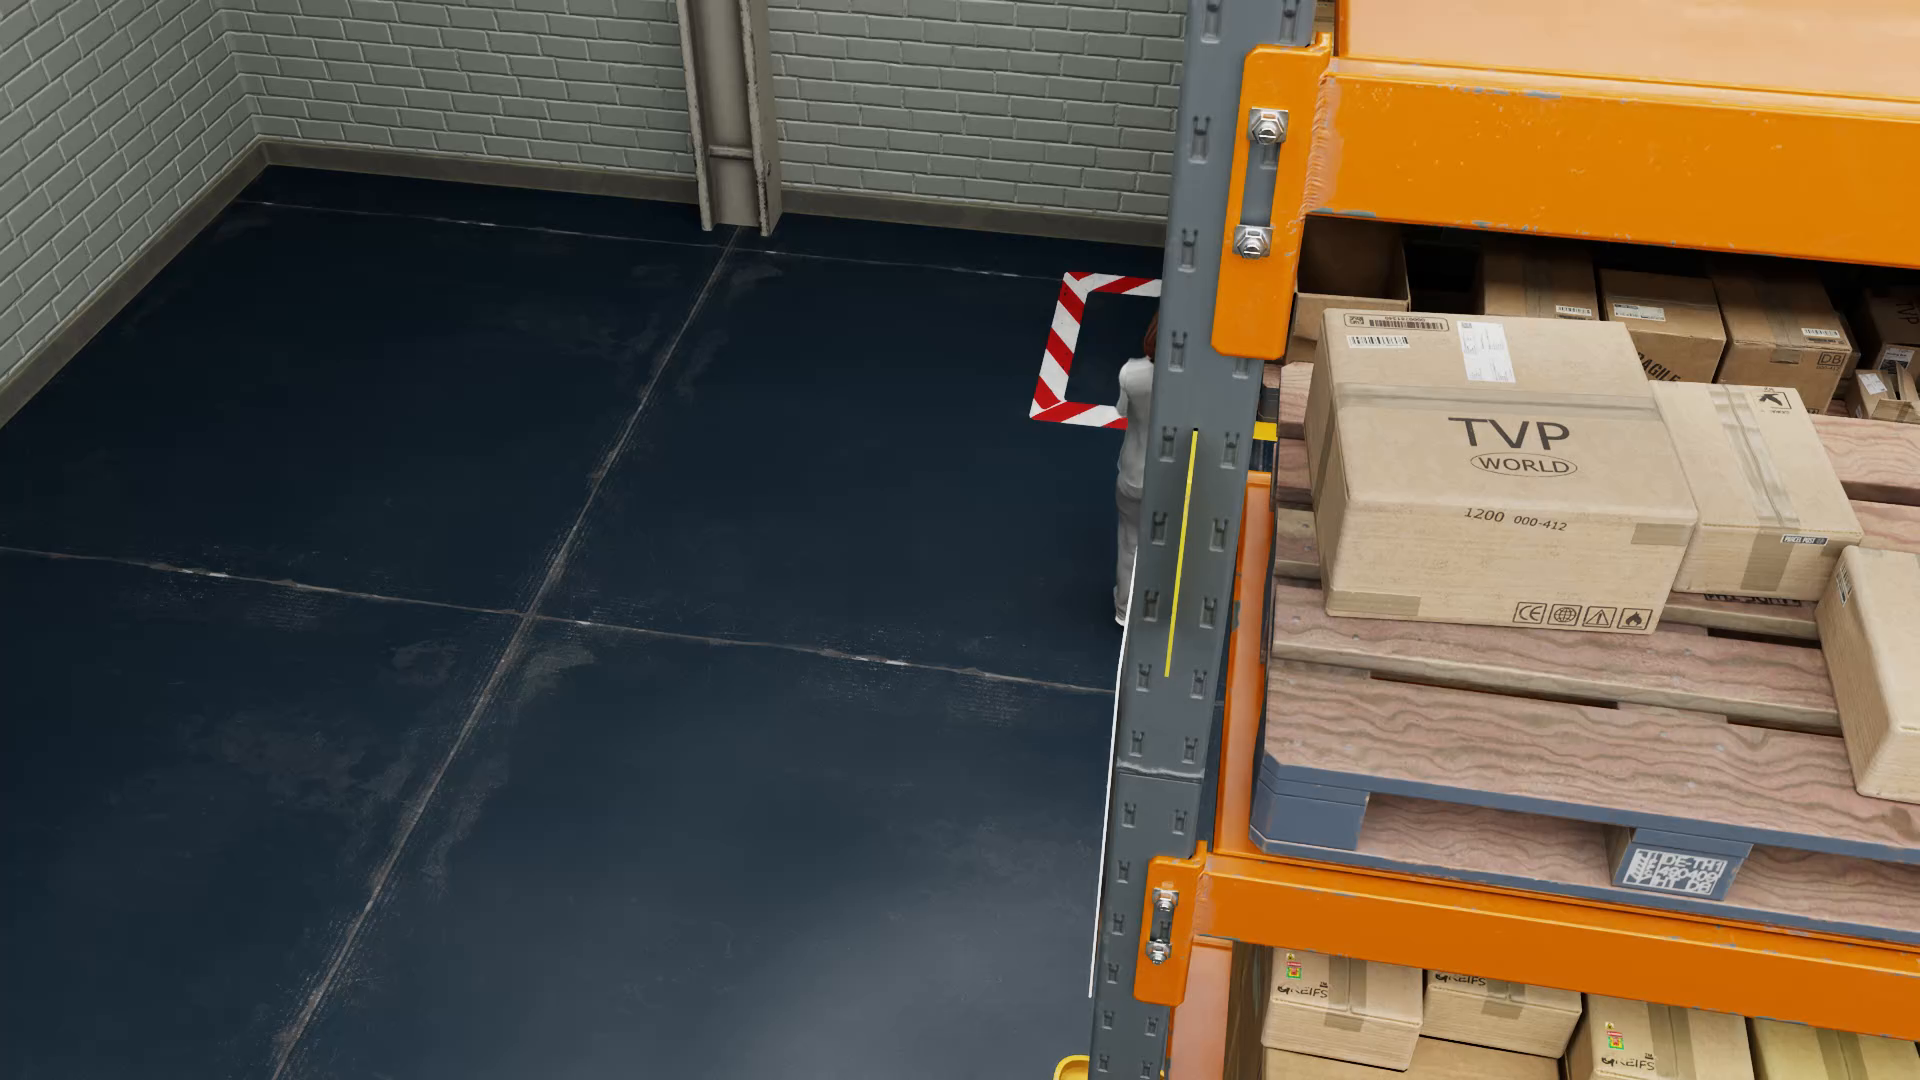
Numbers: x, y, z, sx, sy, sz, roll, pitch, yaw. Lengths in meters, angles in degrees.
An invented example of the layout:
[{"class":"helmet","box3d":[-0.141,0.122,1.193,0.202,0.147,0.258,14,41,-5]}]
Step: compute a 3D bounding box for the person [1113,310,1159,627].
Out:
[{"class":"person","box3d":[0.799,-0.310,6.526,0.404,1.590,0.498,7,42,8]}]
